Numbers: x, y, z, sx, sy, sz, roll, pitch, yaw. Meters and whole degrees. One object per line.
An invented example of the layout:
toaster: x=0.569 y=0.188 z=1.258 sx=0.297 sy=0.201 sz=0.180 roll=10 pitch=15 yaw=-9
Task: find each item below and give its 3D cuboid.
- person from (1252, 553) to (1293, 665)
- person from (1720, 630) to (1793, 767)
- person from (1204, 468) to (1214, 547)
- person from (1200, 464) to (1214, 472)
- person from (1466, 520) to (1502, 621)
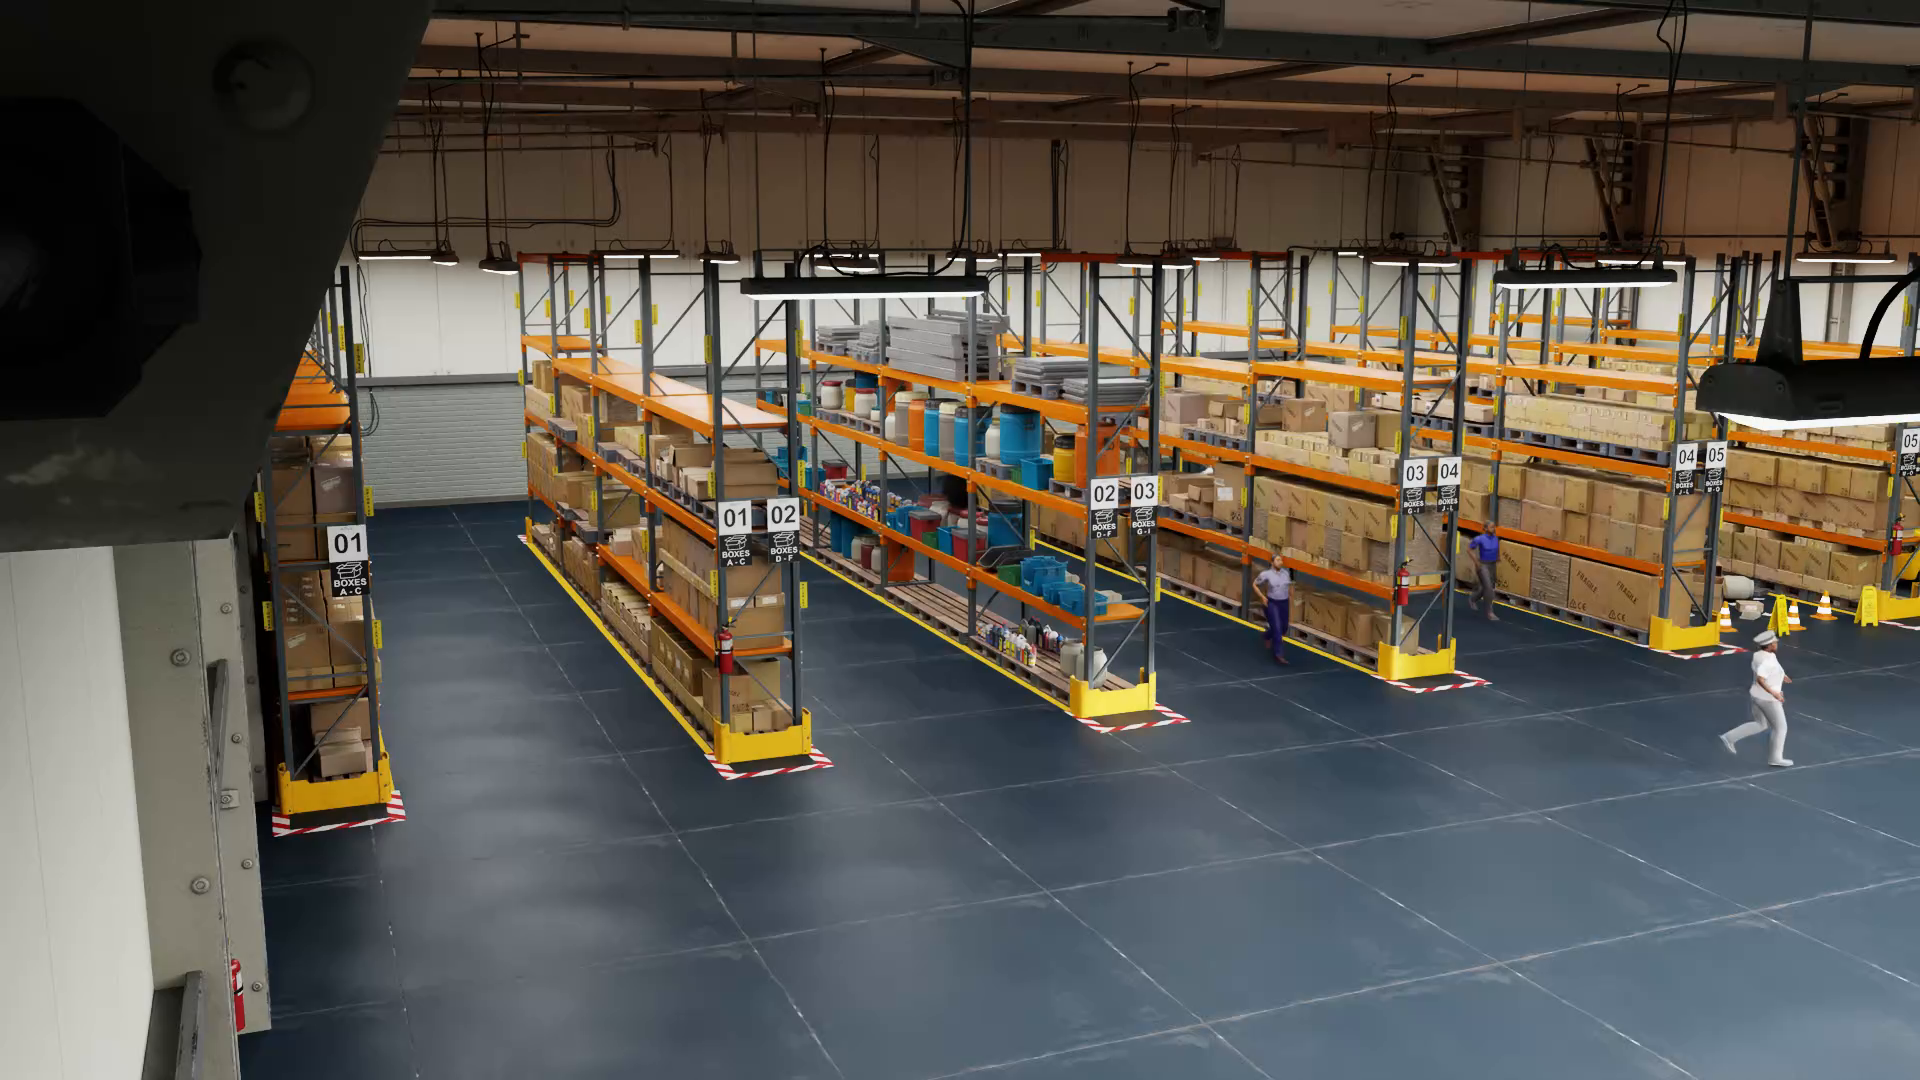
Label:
person: x=4.742 y=1.000 z=25.052 sx=0.619 sy=1.617 sz=0.862 roll=-5 pitch=11 yaw=-24
person: x=9.662 y=1.899 z=20.017 sx=0.828 sy=1.663 sz=0.588 roll=1 pitch=10 yaw=6
person: x=4.980 y=-0.558 z=33.095 sx=0.639 sy=1.740 sz=0.643 roll=-6 pitch=12 yaw=-31
person: x=6.380 y=-2.234 z=42.301 sx=0.899 sy=1.804 sz=0.695 roll=-3 pitch=11 yaw=-18
person: x=8.791 y=0.529 z=27.831 sx=0.597 sy=1.547 sz=0.761 roll=-5 pitch=12 yaw=-26
